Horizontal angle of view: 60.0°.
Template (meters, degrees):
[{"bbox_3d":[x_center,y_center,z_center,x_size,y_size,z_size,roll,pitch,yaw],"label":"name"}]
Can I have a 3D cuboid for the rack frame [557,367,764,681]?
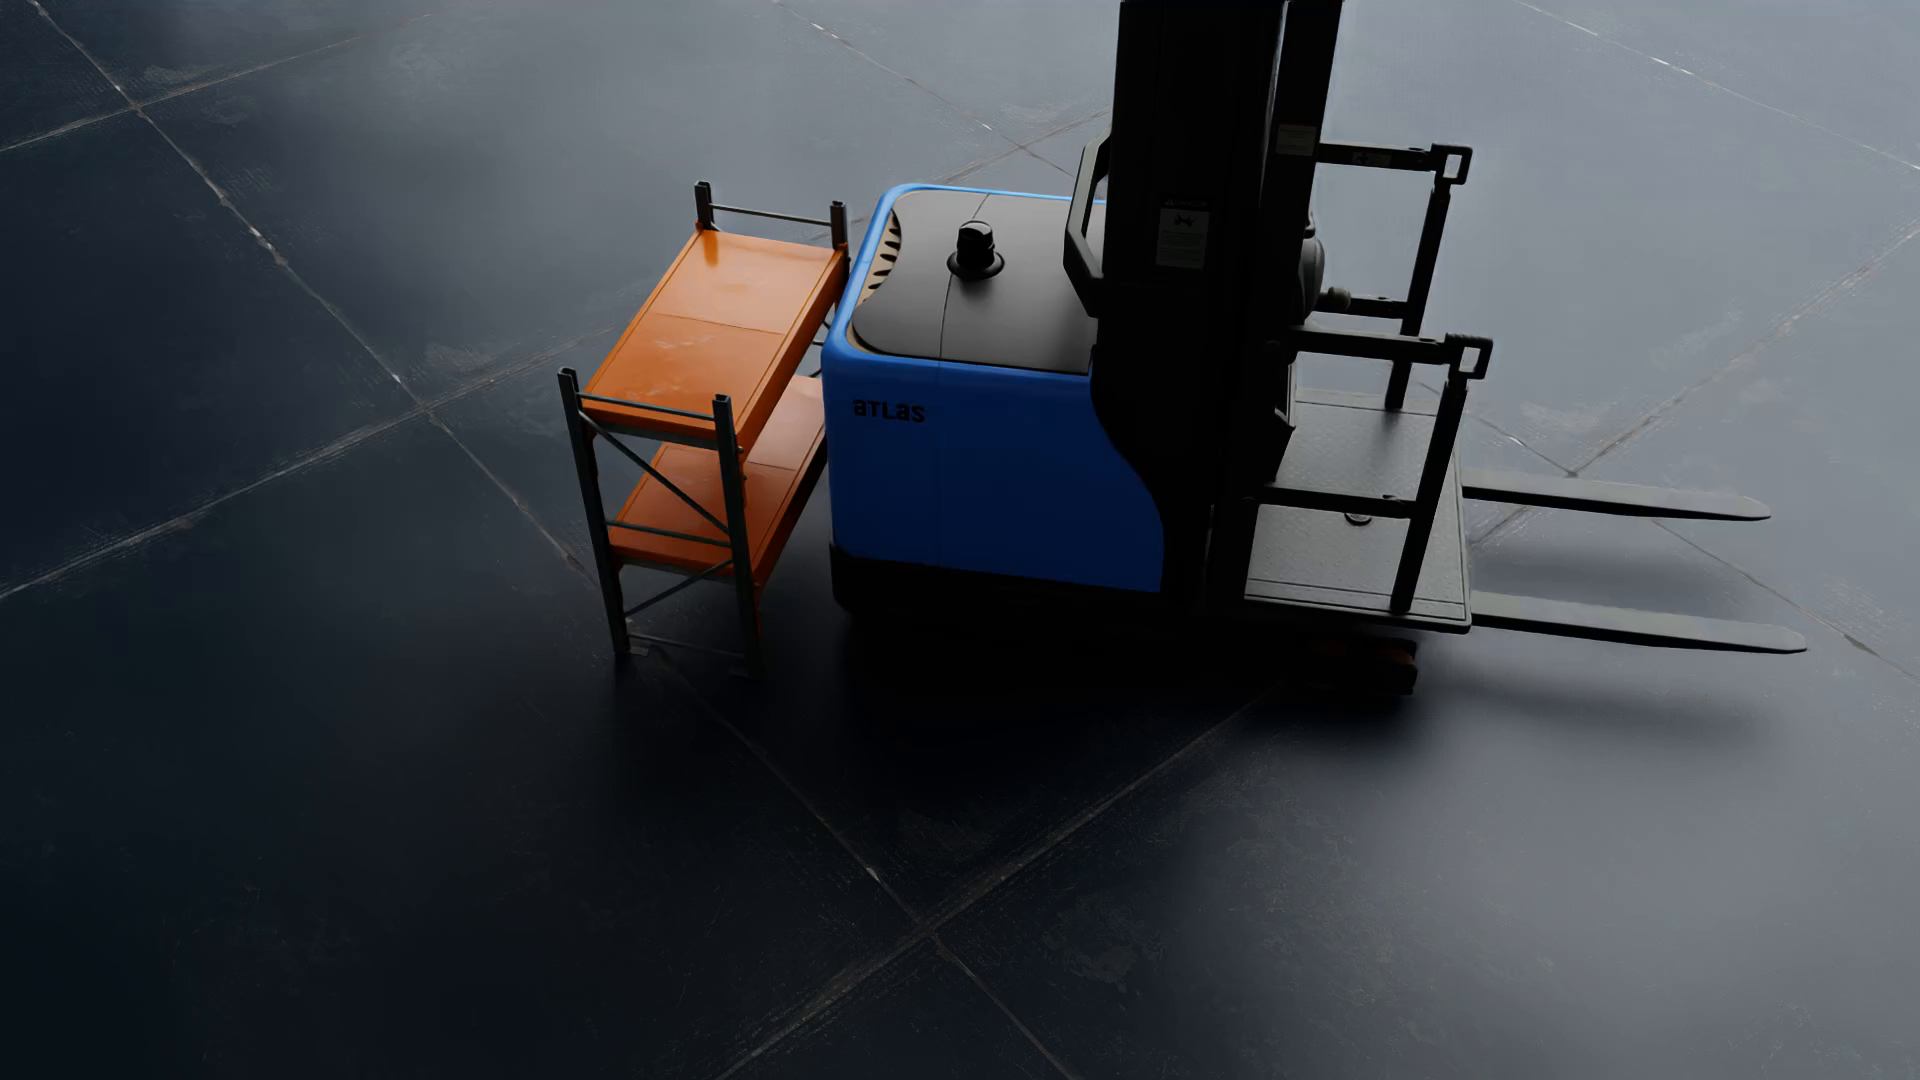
[{"bbox_3d":[-0.870,-0.017,4.947,0.500,1.125,0.032,10,44,11],"label":"rack frame"}]

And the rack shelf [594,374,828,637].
[{"bbox_3d":[-0.738,-0.175,5.472,0.538,0.278,1.000,10,44,11],"label":"rack shelf"}]

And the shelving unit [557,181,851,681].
[{"bbox_3d":[-0.738,-0.353,5.304,0.538,1.125,1.048,10,44,11],"label":"shelving unit"}]

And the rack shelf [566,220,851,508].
[{"bbox_3d":[-0.738,-0.566,5.104,0.538,0.278,1.000,10,44,11],"label":"rack shelf"}]

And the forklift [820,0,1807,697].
[{"bbox_3d":[1.147,-0.970,4.641,3.031,2.935,1.130,7,44,7],"label":"forklift"}]

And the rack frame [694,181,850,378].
[{"bbox_3d":[-0.605,-0.689,5.662,0.500,1.125,0.032,10,44,11],"label":"rack frame"}]
